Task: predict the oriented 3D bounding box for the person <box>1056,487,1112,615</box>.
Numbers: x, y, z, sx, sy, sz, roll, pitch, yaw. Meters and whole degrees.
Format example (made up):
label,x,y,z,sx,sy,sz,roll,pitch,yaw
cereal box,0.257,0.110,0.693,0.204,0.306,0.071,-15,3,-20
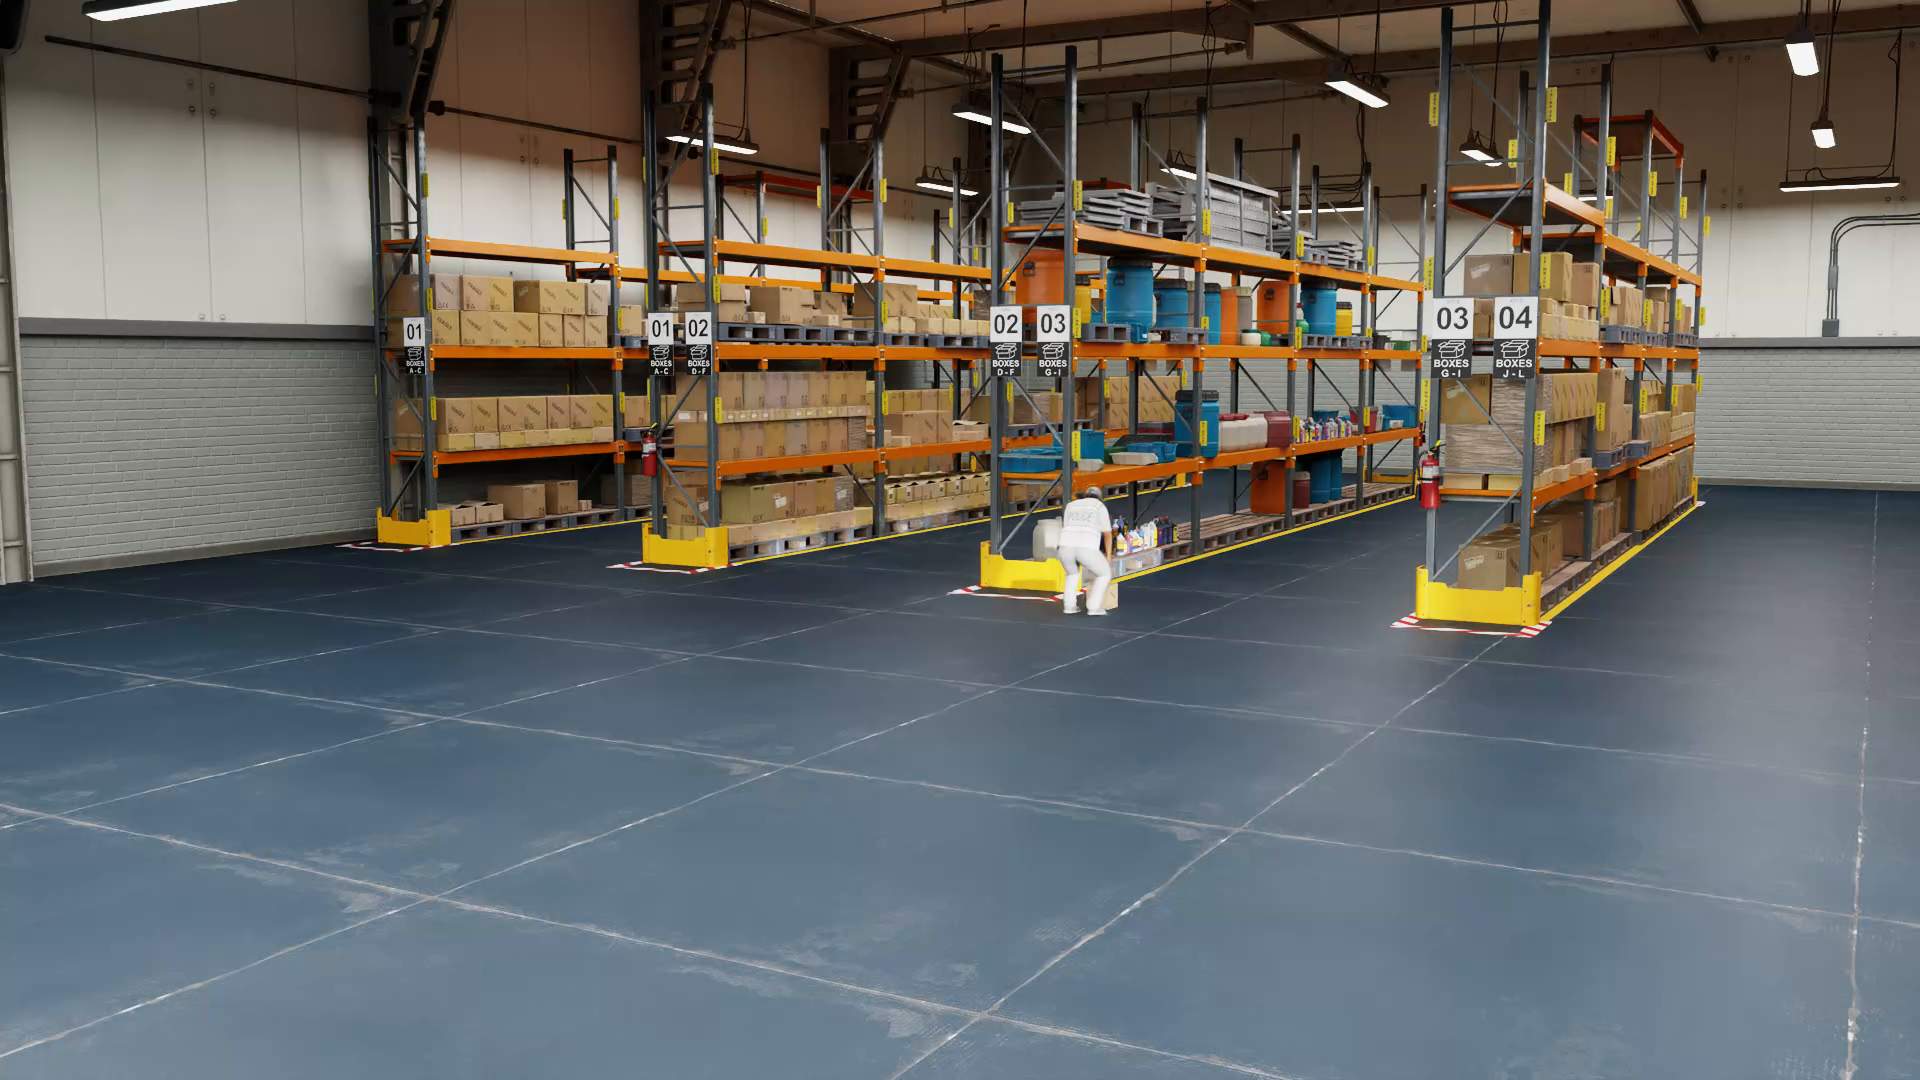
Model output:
label,x,y,z,sx,sy,sz,roll,pitch,yaw
person,1.270,0.113,17.099,0.539,1.294,0.774,3,7,29
